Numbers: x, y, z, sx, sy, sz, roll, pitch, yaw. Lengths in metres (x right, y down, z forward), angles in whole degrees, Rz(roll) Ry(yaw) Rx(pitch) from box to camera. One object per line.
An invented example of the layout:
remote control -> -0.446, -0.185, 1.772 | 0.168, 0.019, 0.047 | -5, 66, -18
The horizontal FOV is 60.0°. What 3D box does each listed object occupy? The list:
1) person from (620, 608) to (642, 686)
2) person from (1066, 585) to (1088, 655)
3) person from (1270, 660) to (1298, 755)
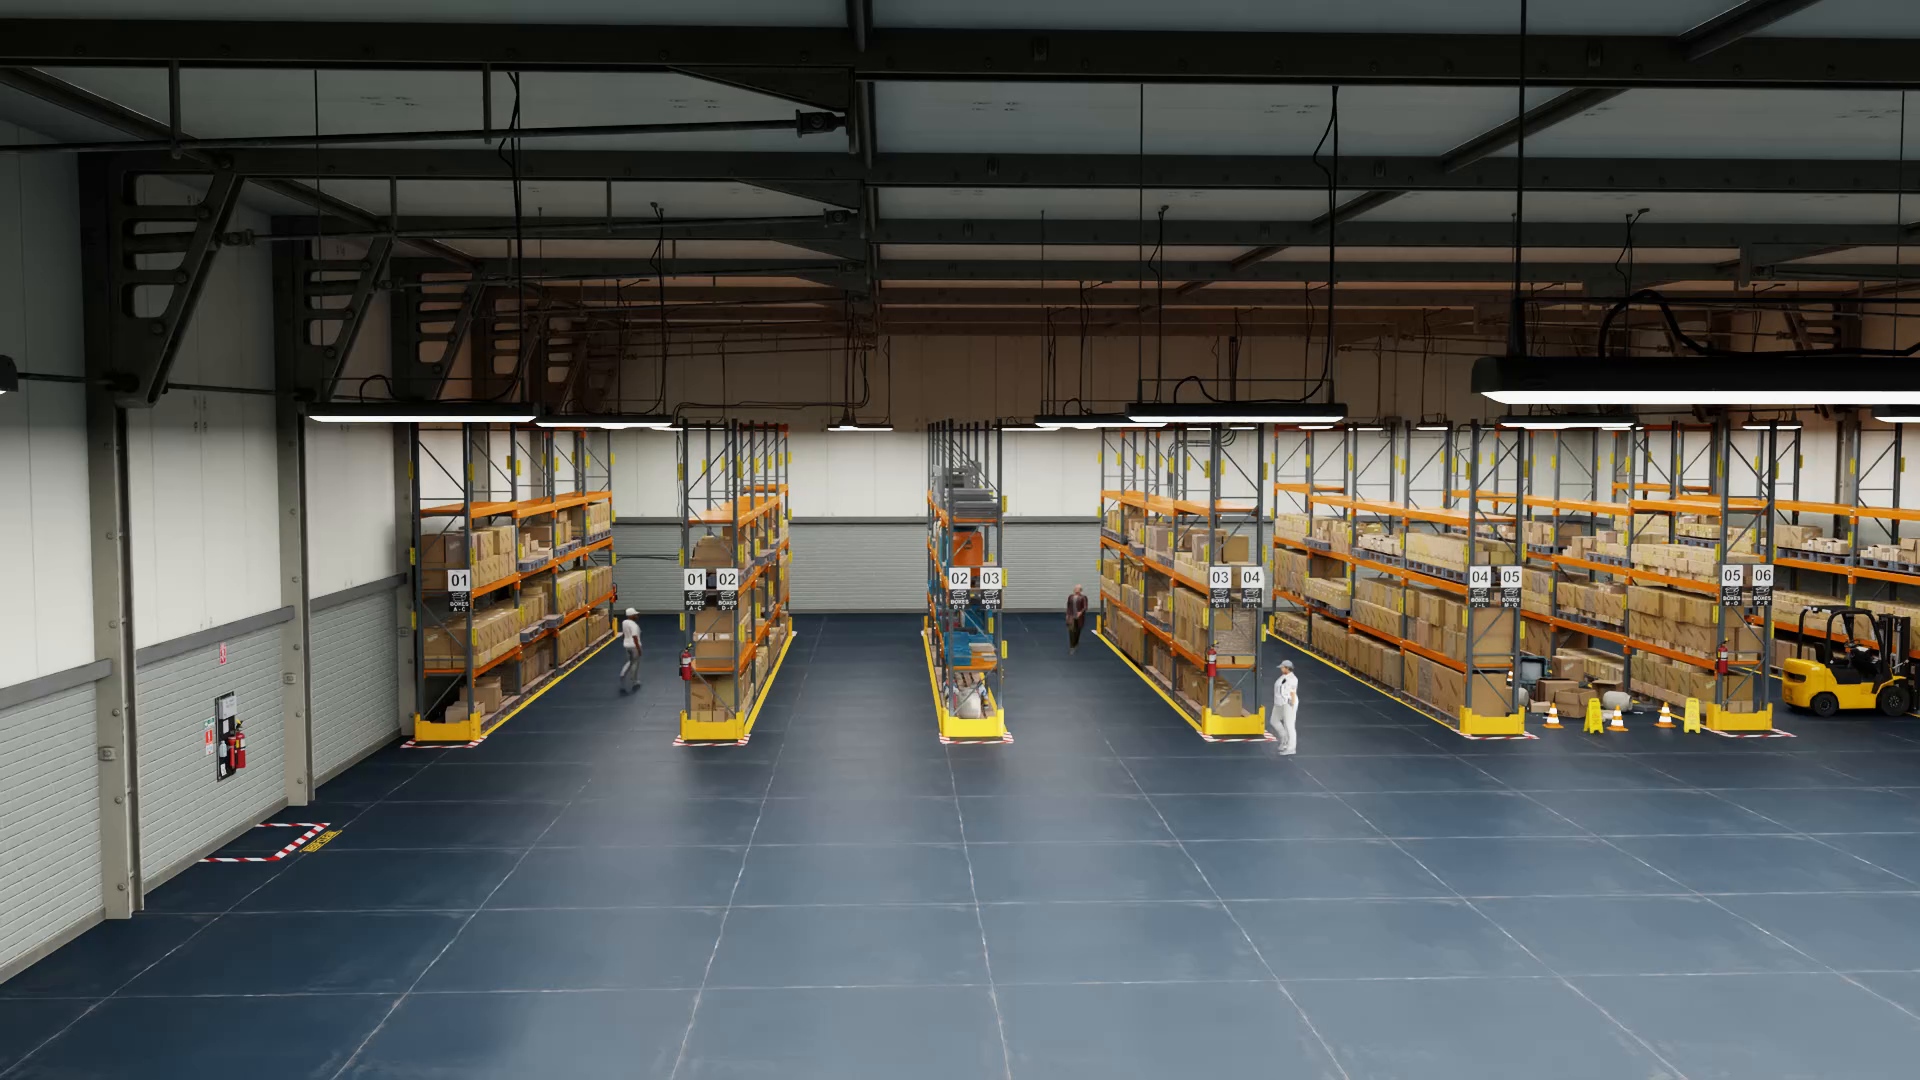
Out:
person -> -7.448, 2.418, 37.633 | 0.572, 1.760, 0.542 | 2, 4, 34
person -> 3.054, 2.068, 43.446 | 0.559, 1.811, 0.930 | 0, 4, 1
person -> 5.827, 2.985, 29.791 | 0.431, 1.691, 0.540 | -1, 4, -20
